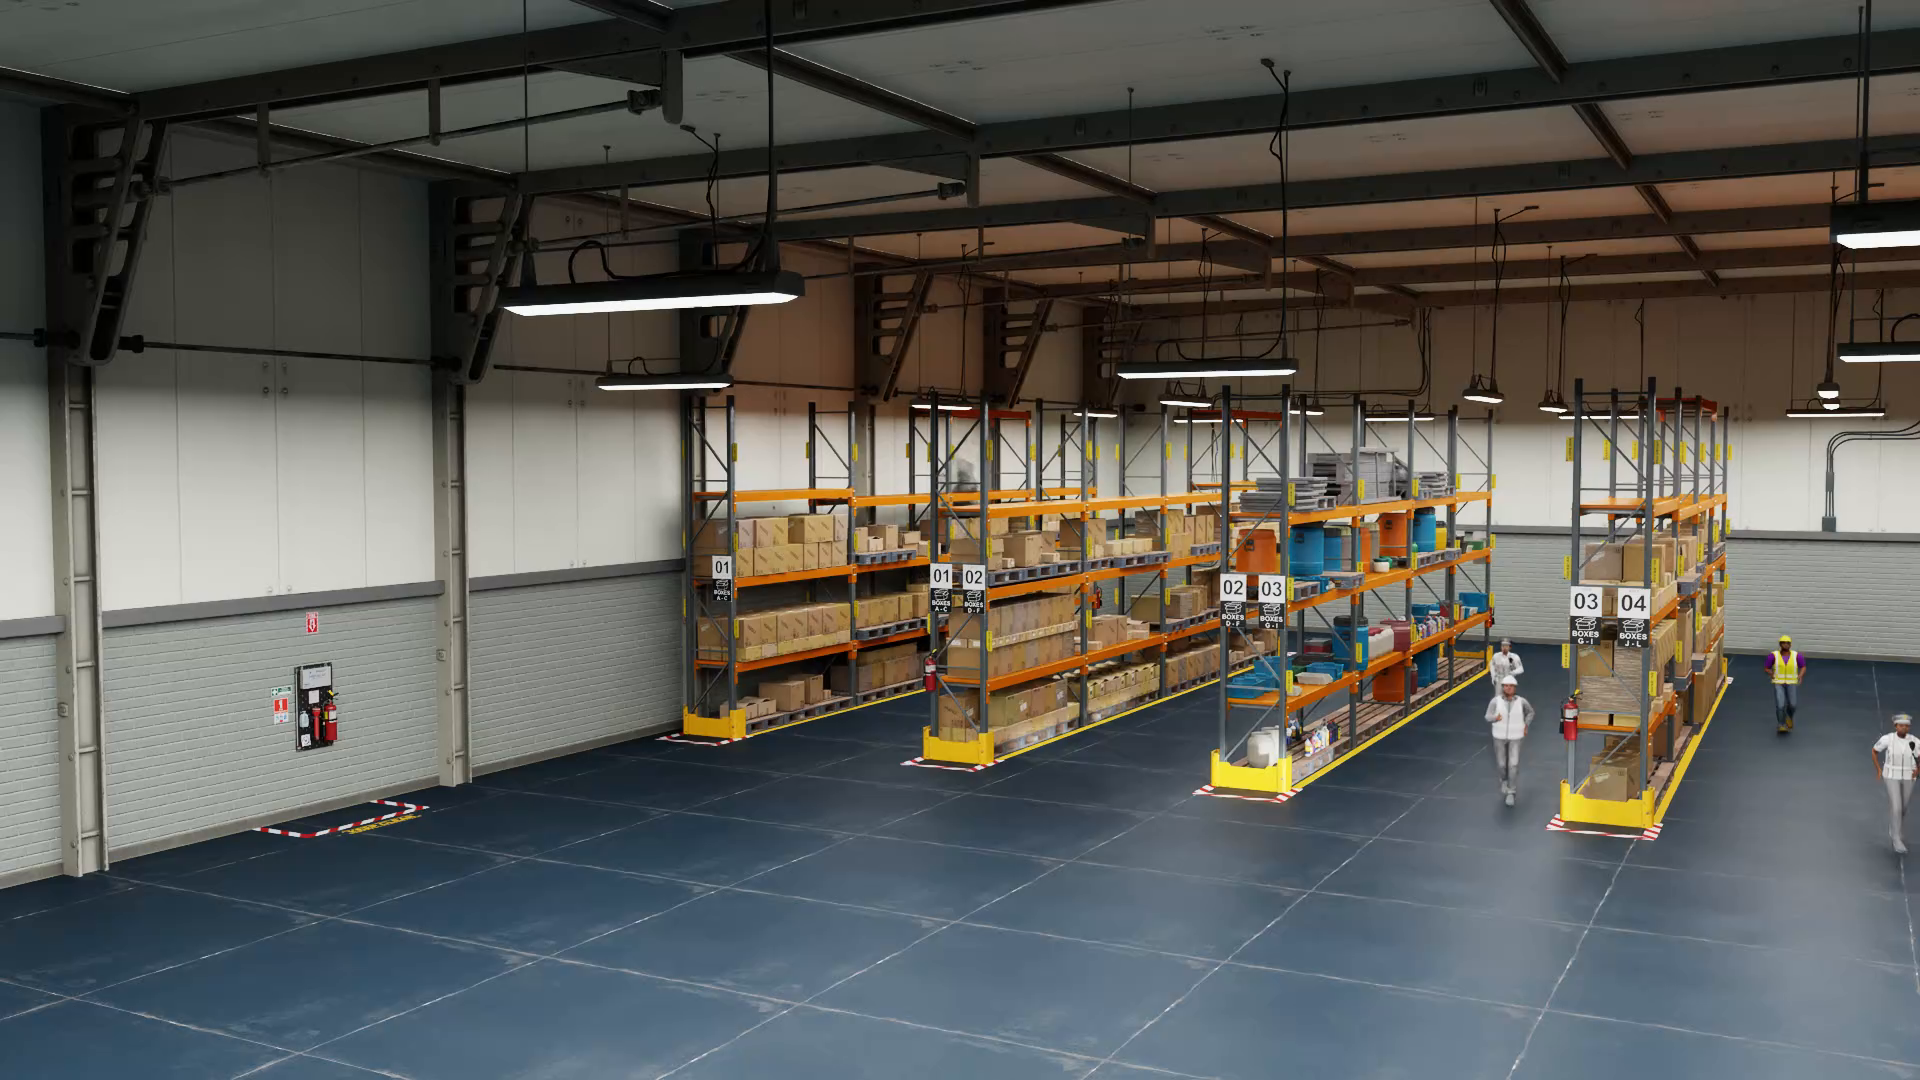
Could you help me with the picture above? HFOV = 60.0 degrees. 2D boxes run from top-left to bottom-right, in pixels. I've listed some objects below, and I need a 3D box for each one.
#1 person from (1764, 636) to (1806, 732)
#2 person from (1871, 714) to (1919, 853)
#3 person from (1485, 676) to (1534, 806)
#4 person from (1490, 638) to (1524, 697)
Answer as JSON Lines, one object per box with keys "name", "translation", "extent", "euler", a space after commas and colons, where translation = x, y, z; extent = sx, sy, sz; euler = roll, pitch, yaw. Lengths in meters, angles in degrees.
{"name": "person", "translation": [14.737, 2.573, 29.696], "extent": [0.692, 1.719, 0.589], "euler": [1, 3, 21]}
{"name": "person", "translation": [11.934, 3.049, 21.136], "extent": [0.592, 1.718, 0.848], "euler": [1, 3, 15]}
{"name": "person", "translation": [7.848, 2.835, 23.799], "extent": [0.657, 1.783, 0.888], "euler": [1, 3, 24]}
{"name": "person", "translation": [9.748, 2.605, 29.681], "extent": [0.597, 1.753, 0.757], "euler": [1, 3, 21]}
